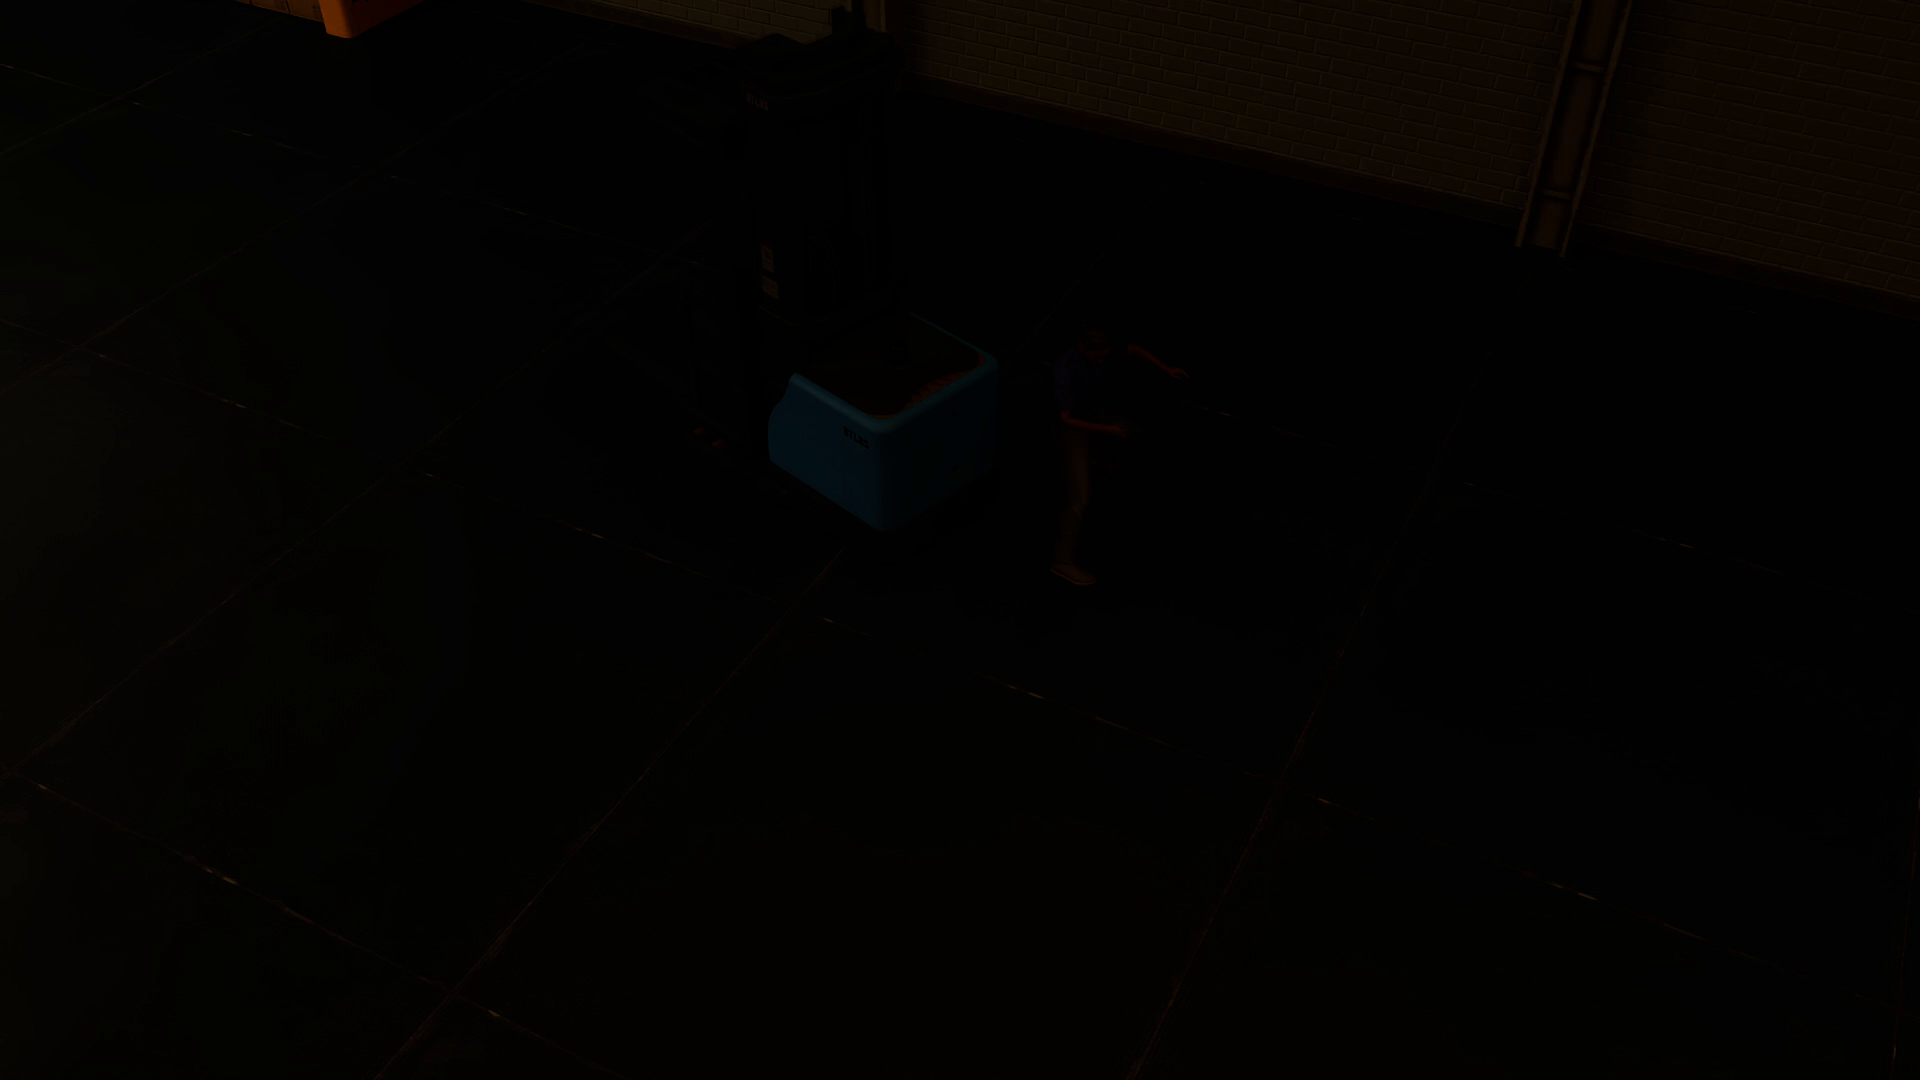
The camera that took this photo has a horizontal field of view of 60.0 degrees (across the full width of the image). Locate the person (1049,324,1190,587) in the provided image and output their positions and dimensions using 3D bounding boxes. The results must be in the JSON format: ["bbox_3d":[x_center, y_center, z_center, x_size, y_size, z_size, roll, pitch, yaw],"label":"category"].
[{"bbox_3d":[0.859,-0.656,9.945,0.679,1.437,1.193,27,47,28],"label":"person"}]

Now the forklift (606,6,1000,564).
[{"bbox_3d":[-1.155,-1.819,10.146,3.031,2.935,1.130,32,50,32],"label":"forklift"}]
